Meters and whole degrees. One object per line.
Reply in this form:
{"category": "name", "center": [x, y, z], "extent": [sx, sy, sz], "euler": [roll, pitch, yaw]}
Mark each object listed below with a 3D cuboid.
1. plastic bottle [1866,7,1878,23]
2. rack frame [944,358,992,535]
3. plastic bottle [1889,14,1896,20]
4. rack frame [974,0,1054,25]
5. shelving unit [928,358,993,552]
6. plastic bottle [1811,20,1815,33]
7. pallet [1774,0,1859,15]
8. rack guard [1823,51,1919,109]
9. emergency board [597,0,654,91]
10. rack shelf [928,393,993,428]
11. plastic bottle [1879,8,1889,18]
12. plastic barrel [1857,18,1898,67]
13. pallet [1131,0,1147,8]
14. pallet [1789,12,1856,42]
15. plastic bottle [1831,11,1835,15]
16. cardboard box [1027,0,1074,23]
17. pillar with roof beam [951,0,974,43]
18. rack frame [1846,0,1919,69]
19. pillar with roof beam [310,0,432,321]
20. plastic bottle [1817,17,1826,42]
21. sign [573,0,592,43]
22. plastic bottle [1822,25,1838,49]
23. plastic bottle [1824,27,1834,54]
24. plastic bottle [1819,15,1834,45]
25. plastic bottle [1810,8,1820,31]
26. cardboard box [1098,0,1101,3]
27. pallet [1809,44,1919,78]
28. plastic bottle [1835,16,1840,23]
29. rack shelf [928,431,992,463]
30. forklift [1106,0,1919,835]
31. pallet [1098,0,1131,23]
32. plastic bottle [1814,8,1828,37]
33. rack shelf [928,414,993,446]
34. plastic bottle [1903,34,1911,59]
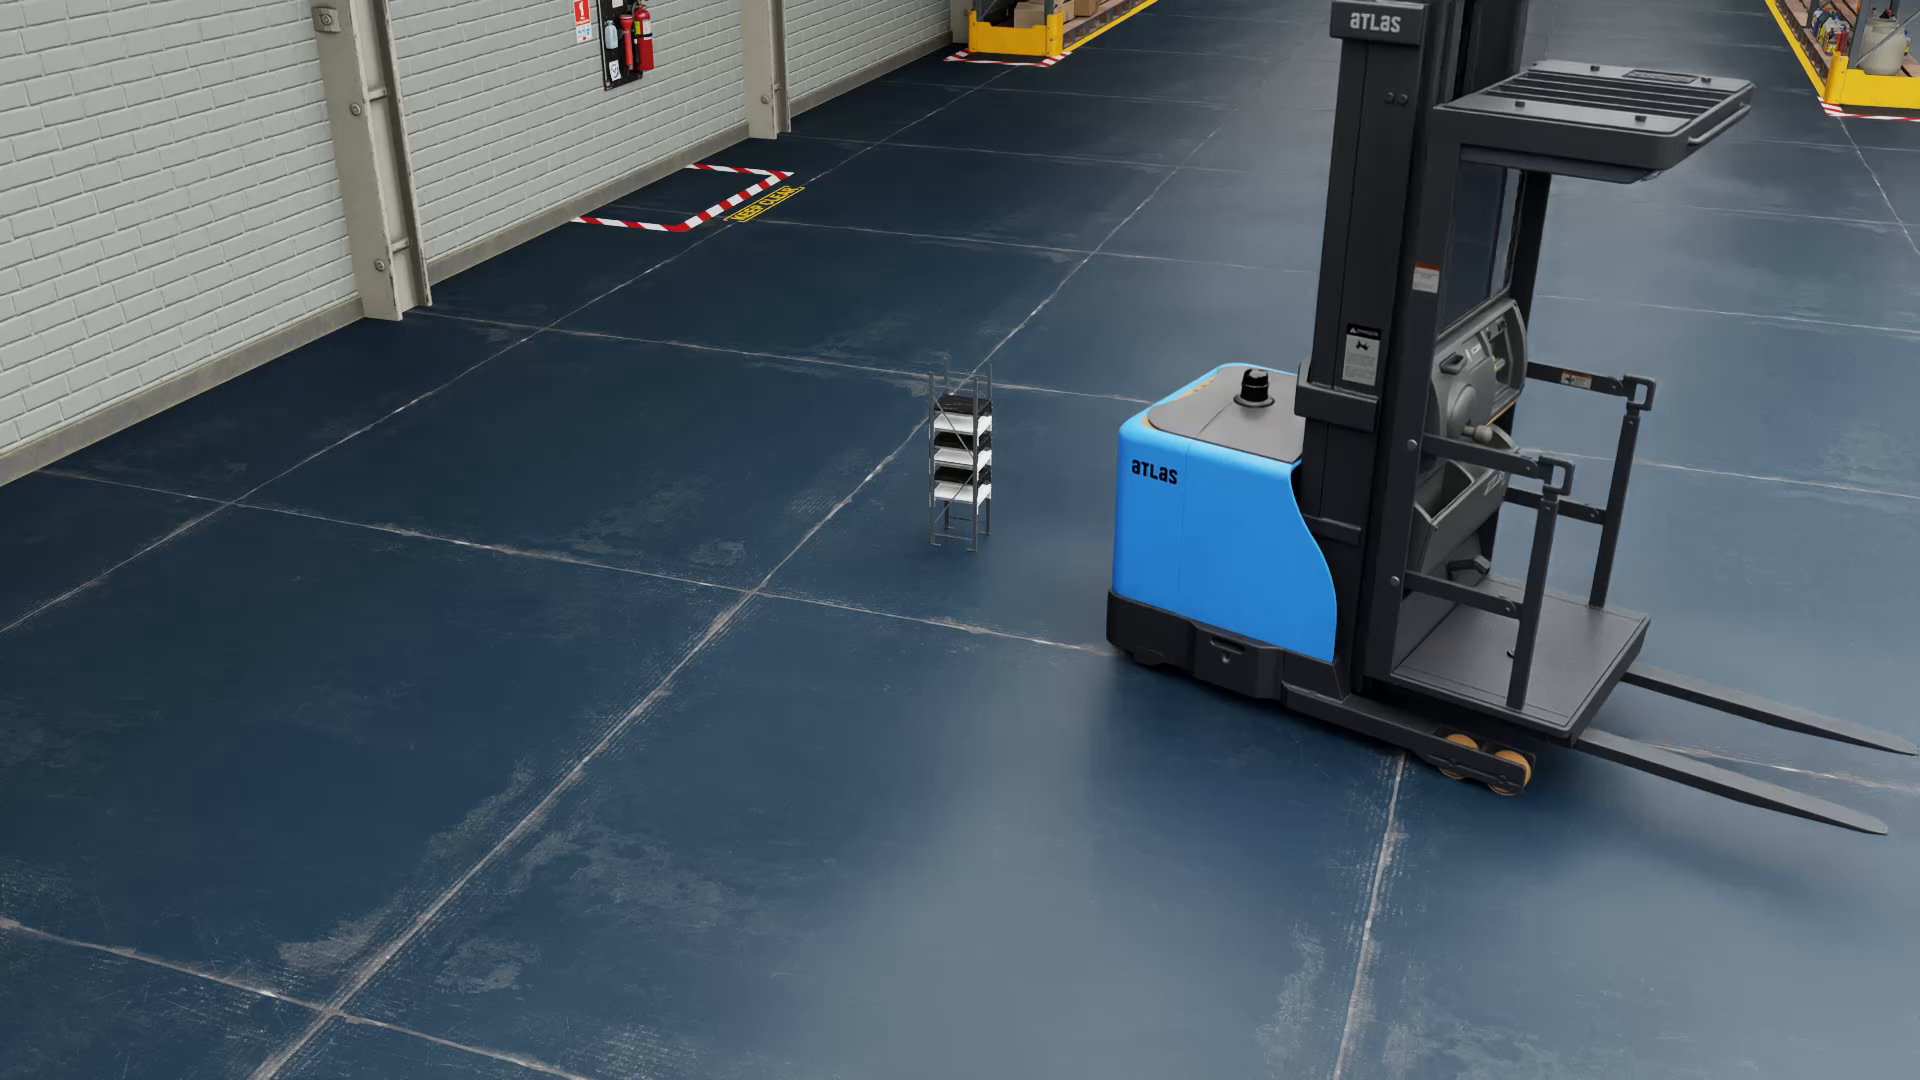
{"category": "plastic bottle", "center": [11.262, -6.392, 20.545], "extent": [0.144, 0.351, 0.185], "euler": [9, 27, 17]}
{"category": "rack frame", "center": [0.037, -0.450, 8.147], "extent": [0.240, 0.900, 0.006], "euler": [9, 27, 17]}
{"category": "plastic bottle", "center": [11.226, -6.160, 20.065], "extent": [0.144, 0.351, 0.185], "euler": [9, 27, 17]}
{"category": "rack frame", "center": [0.667, -7.465, 20.226], "extent": [1.000, 3.000, 0.127], "euler": [9, 27, 17]}
{"category": "shelving unit", "center": [0.003, -0.408, 8.061], "extent": [0.258, 0.900, 0.210], "euler": [9, 27, 17]}
{"category": "plastic bottle", "center": [10.753, -6.460, 20.856], "extent": [0.097, 0.201, 0.097], "euler": [0, 26, 0]}
{"category": "pallet", "center": [12.377, -7.748, 24.011], "extent": [1.003, 0.211, 1.213], "euler": [9, 27, 17]}
{"category": "rack guard", "center": [9.990, -4.941, 17.882], "extent": [1.175, 0.500, 0.348], "euler": [9, 27, 17]}
{"category": "emergency board", "center": [-2.771, -4.402, 13.901], "extent": [0.194, 1.169, 0.643], "euler": [9, 27, 17]}
{"category": "rack shelf", "center": [0.003, -0.621, 7.958], "extent": [0.258, 0.077, 0.200], "euler": [9, 27, 17]}
{"category": "plastic bottle", "center": [11.398, -6.371, 20.502], "extent": [0.144, 0.351, 0.185], "euler": [8, 27, 16]}
{"category": "plastic barrel", "center": [10.323, -5.585, 18.716], "extent": [0.421, 0.512, 0.421], "euler": [0, 26, 0]}
{"category": "pallet", "center": [2.256, -8.174, 24.890], "extent": [1.003, 0.211, 1.213], "euler": [9, 27, 17]}
{"category": "pallet", "center": [11.565, -6.745, 21.940], "extent": [1.003, 0.211, 1.213], "euler": [9, 27, 17]}
{"category": "plastic bottle", "center": [10.840, -6.428, 20.697], "extent": [0.061, 0.283, 0.133], "euler": [9, 27, 17]}
{"category": "cardboard box", "center": [1.172, -6.958, 21.760], "extent": [0.500, 0.311, 0.500], "euler": [11, 28, 22]}
{"category": "pillar with roof beam", "center": [4.144, -9.954, 18.482], "extent": [9.100, 9.000, 0.400], "euler": [9, 27, 17]}
{"category": "rack frame", "center": [10.009, -6.028, 17.259], "extent": [1.000, 3.000, 0.127], "euler": [9, 27, 17]}
{"category": "pillar with roof beam", "center": [0.150, -5.023, 8.297], "extent": [9.100, 9.000, 0.400], "euler": [9, 27, 17]}
{"category": "plastic bottle", "center": [10.523, -6.237, 20.301], "extent": [0.061, 0.283, 0.133], "euler": [10, 28, 20]}
{"category": "sign", "center": [-3.052, -4.206, 13.454], "extent": [0.001, 0.329, 0.234], "euler": [9, 27, 17]}
{"category": "plastic bottle", "center": [10.363, -5.975, 19.770], "extent": [0.152, 0.276, 0.135], "euler": [8, 27, 16]}
{"category": "plastic bottle", "center": [10.229, -5.873, 19.550], "extent": [0.061, 0.283, 0.133], "euler": [9, 27, 19]}
{"category": "plastic bottle", "center": [10.476, -6.154, 20.053], "extent": [0.144, 0.351, 0.185], "euler": [9, 27, 17]}
{"category": "plastic bottle", "center": [10.821, -6.575, 21.013], "extent": [0.097, 0.271, 0.097], "euler": [0, 26, 0]}
{"category": "cardboard box", "center": [1.690, -7.749, 23.177], "extent": [0.500, 0.500, 0.500], "euler": [7, 27, 14]}
{"category": "pallet", "center": [10.673, -5.644, 19.665], "extent": [1.003, 0.211, 1.213], "euler": [9, 27, 17]}
{"category": "plastic bottle", "center": [10.746, -6.294, 20.432], "extent": [0.097, 0.271, 0.097], "euler": [0, 26, 0]}
{"category": "rack shelf", "center": [0.003, -0.459, 8.036], "extent": [0.258, 0.077, 0.200], "euler": [9, 27, 17]}
{"category": "forklift", "center": [2.126, -0.620, 6.166], "extent": [3.031, 2.935, 1.130], "euler": [17, 31, 32]}
{"category": "pallet", "center": [1.808, -7.573, 23.648], "extent": [1.003, 0.211, 1.213], "euler": [9, 27, 17]}
{"category": "plastic bottle", "center": [10.680, -6.406, 20.574], "extent": [0.144, 0.351, 0.185], "euler": [10, 27, 19]}
{"category": "rack shelf", "center": [0.003, -0.540, 7.997], "extent": [0.258, 0.077, 0.200], "euler": [9, 27, 17]}
{"category": "plastic bottle", "center": [10.906, -5.698, 19.203], "extent": [0.097, 0.271, 0.097], "euler": [0, 26, 0]}
